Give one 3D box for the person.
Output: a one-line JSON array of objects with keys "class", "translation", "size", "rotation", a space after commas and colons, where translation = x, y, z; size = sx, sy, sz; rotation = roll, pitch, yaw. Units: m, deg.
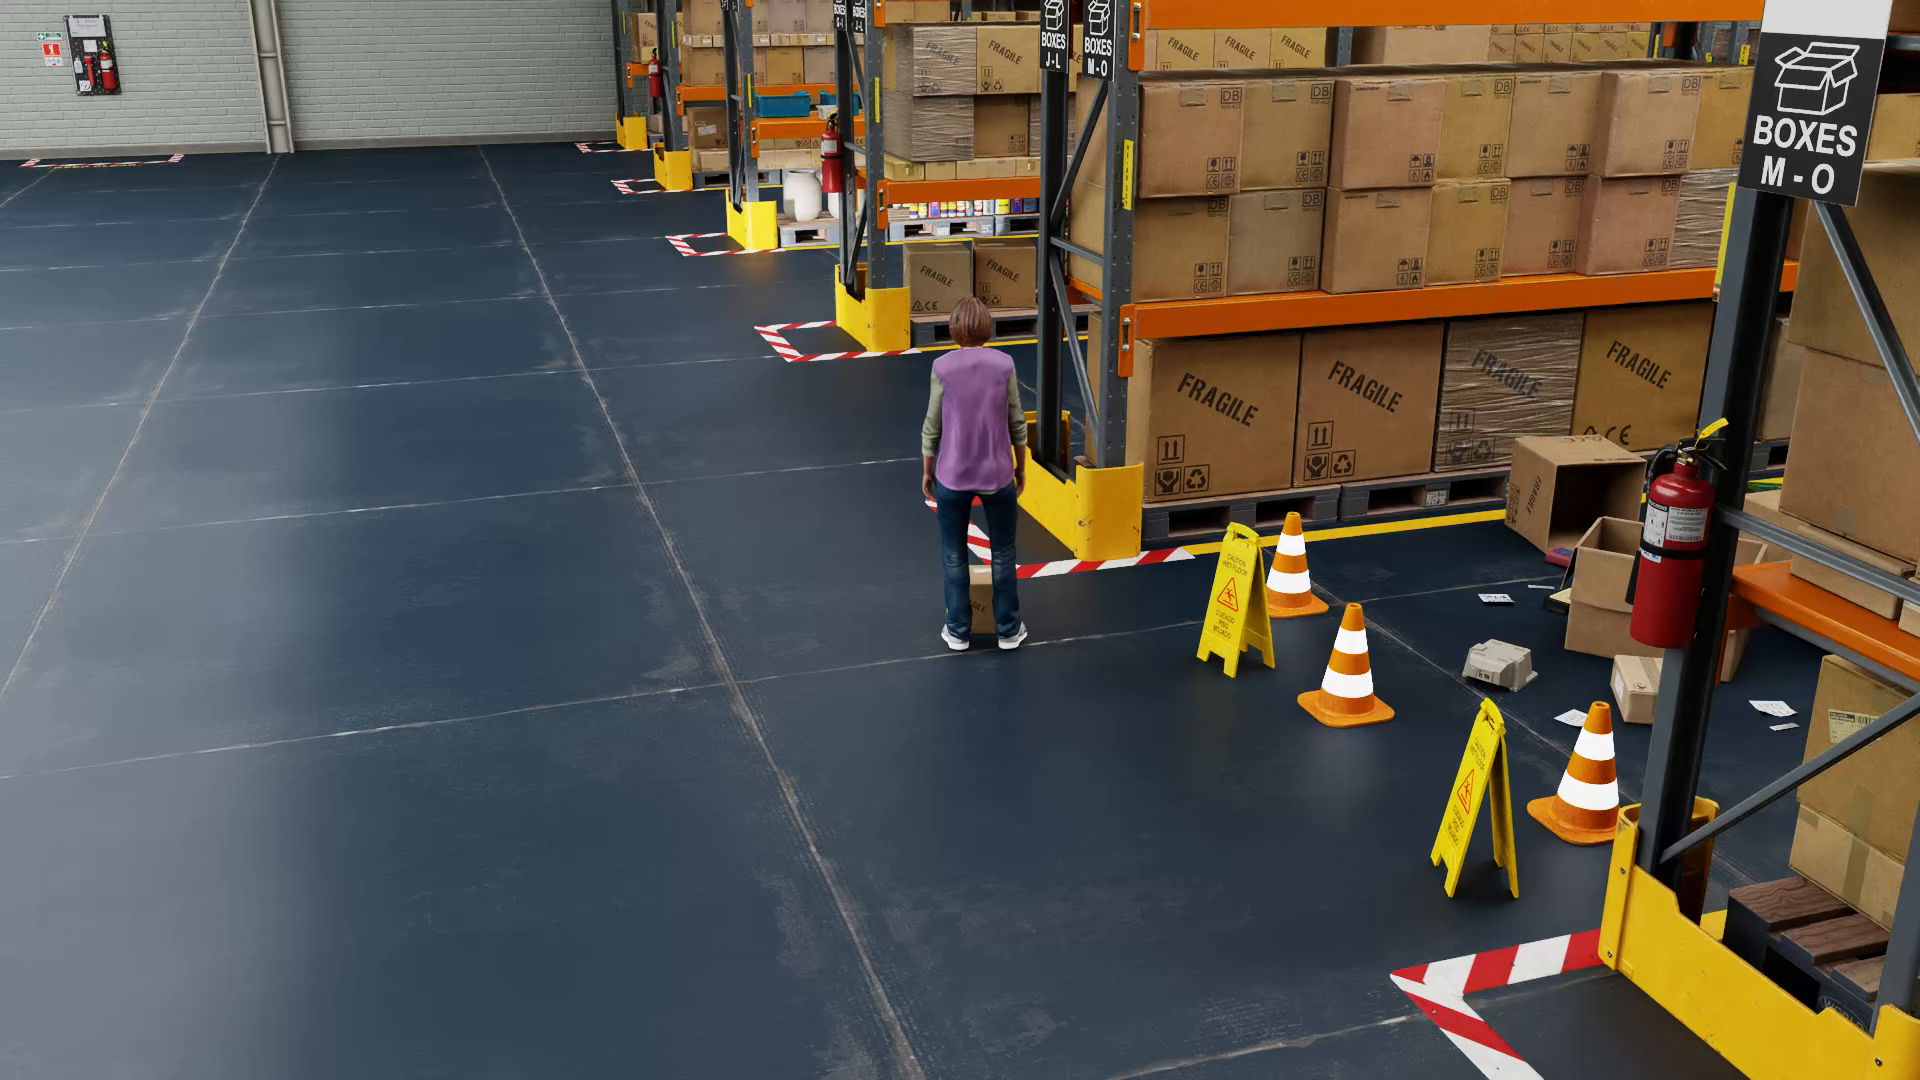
[{"class": "person", "translation": [0.079, -0.268, 7.357], "size": [0.460, 1.582, 0.344], "rotation": [0, 20, 0]}]
